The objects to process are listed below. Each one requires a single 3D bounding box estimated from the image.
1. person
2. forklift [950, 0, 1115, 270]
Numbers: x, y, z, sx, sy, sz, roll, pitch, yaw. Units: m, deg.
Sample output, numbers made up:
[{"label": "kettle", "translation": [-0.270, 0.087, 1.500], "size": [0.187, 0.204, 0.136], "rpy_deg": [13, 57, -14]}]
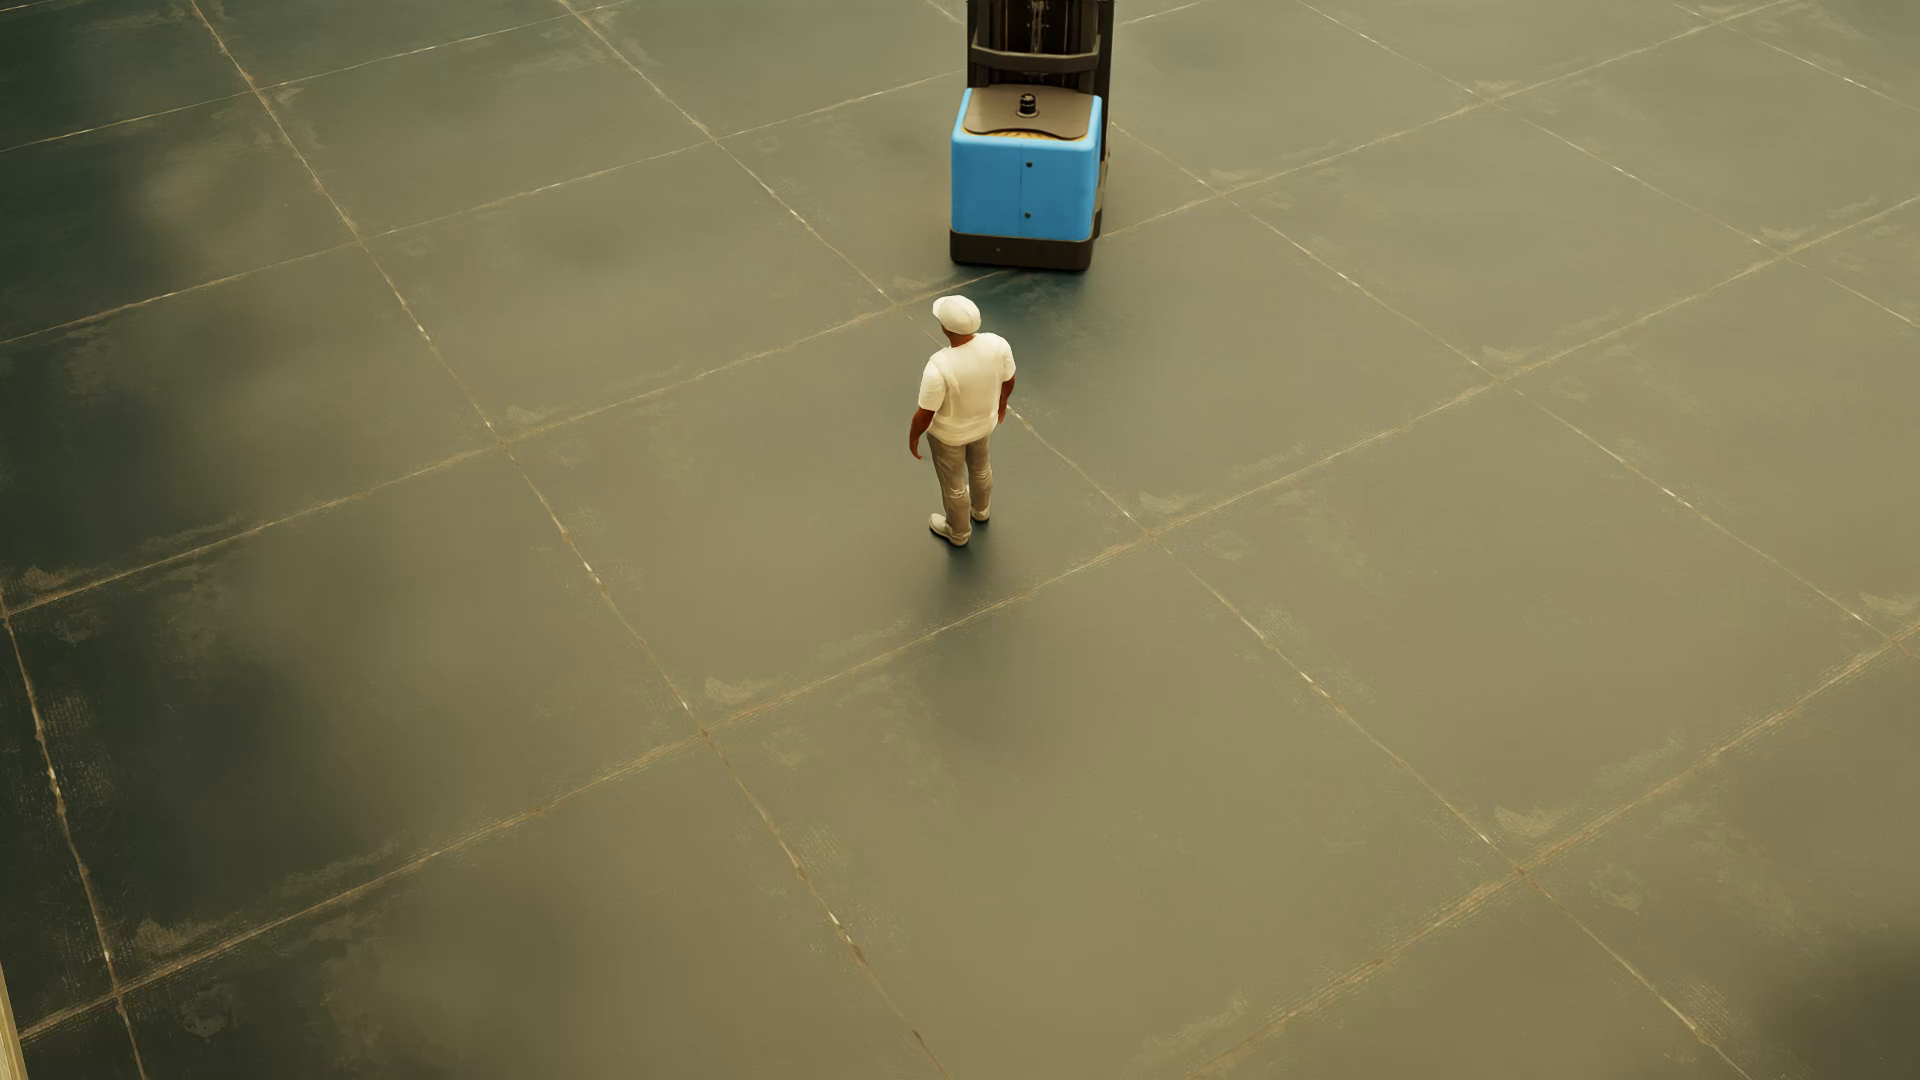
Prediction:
[{"label": "person", "translation": [-0.033, -0.711, 9.560], "size": [0.665, 1.767, 0.575], "rpy_deg": [-23, 46, -24]}, {"label": "forklift", "translation": [0.632, -4.066, 12.523], "size": [1.130, 2.935, 3.031], "rpy_deg": [5, 41, 6]}]
